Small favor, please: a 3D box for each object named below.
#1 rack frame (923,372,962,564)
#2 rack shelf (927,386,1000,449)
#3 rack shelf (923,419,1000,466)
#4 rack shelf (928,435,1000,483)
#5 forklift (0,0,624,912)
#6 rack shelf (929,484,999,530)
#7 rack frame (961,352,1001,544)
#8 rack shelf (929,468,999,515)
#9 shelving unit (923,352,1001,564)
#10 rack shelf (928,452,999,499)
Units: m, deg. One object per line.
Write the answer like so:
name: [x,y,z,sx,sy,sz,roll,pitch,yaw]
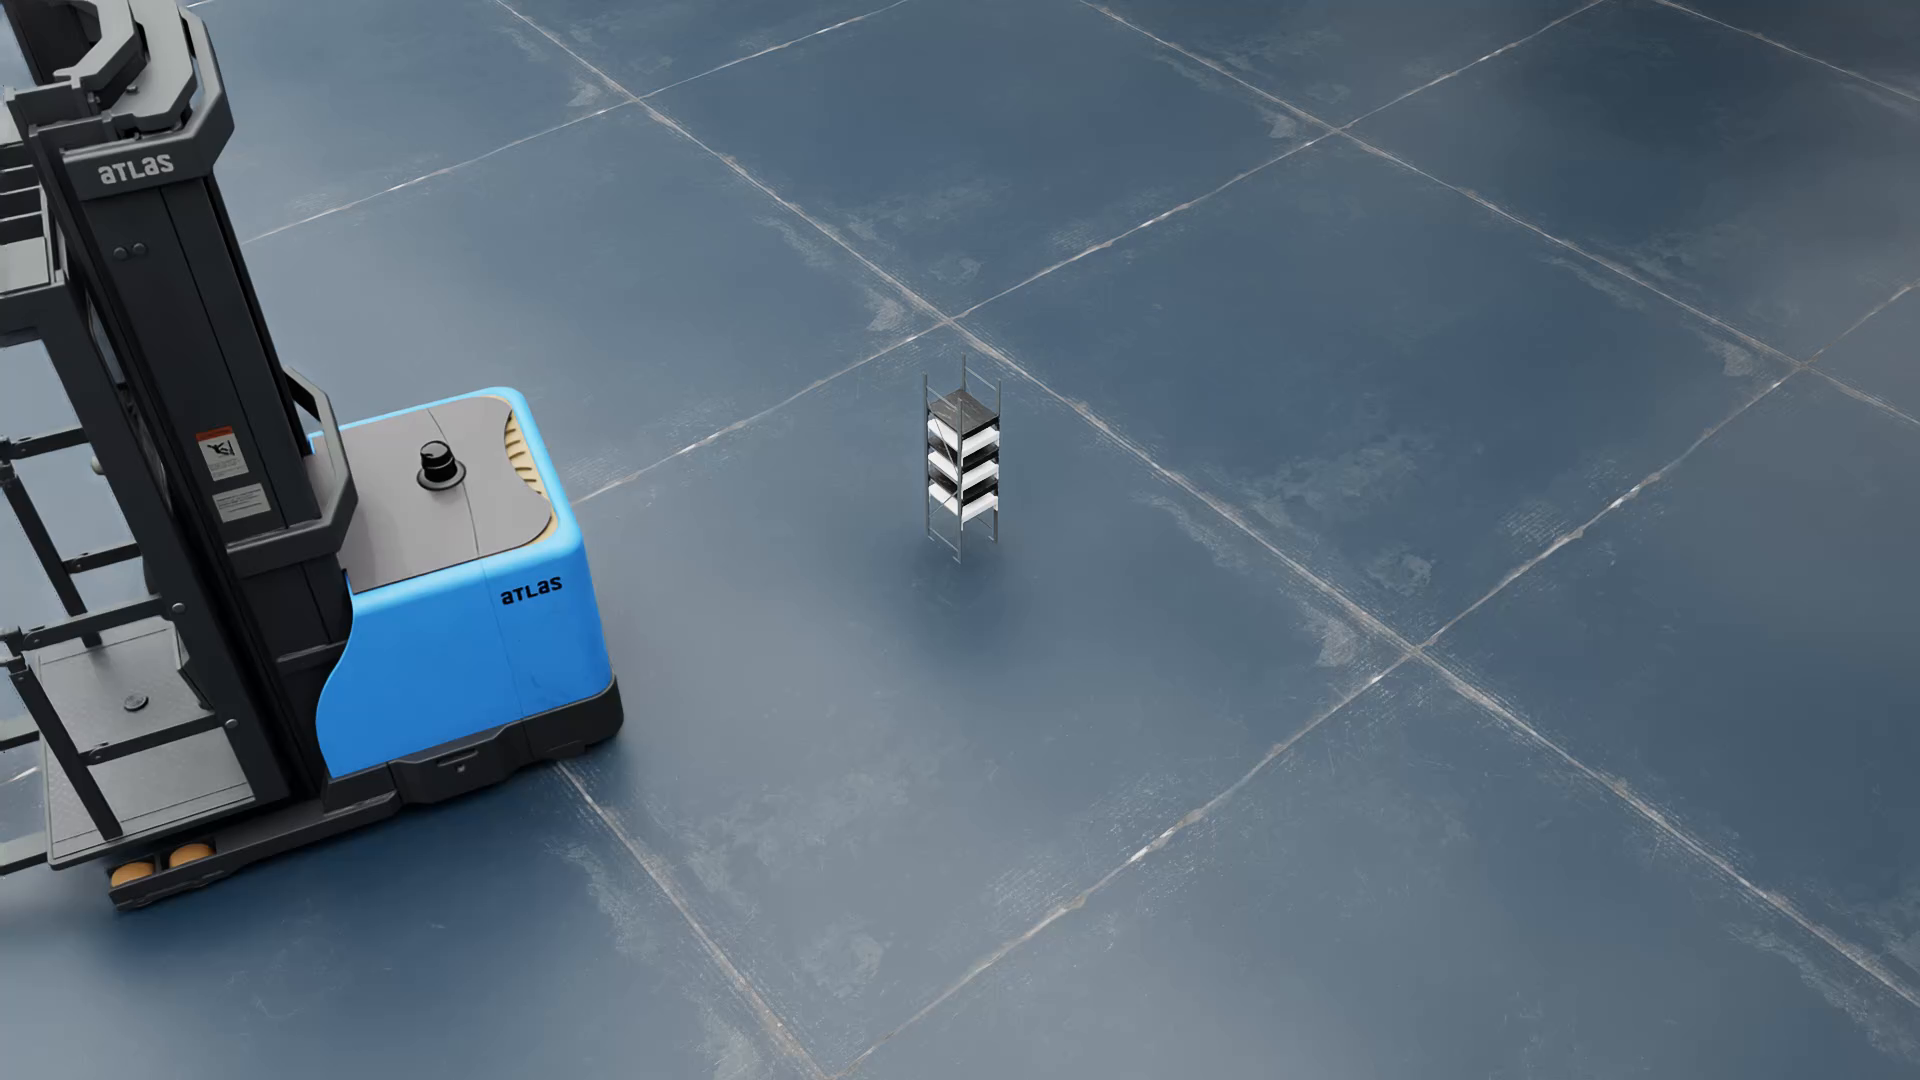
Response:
rack frame: [-0.072,-0.287,6.952,0.006,0.900,0.240,-30,51,-28]
rack shelf: [0.006,-0.504,6.837,0.200,0.077,0.258,-30,51,-28]
rack shelf: [0.006,-0.438,6.899,0.200,0.077,0.258,-30,51,-28]
rack shelf: [0.006,-0.373,6.961,0.200,0.077,0.258,-30,51,-28]
forklift: [-2.866,-0.179,5.353,3.031,2.935,1.130,-17,46,-18]
rack shelf: [0.006,-0.176,7.145,0.200,0.077,0.258,-30,51,-28]
rack frame: [0.084,-0.376,7.047,0.006,0.900,0.240,-30,51,-28]
rack shelf: [0.006,-0.242,7.084,0.200,0.077,0.258,-30,51,-28]
shelving unit: [0.006,-0.332,6.999,0.210,0.900,0.258,-30,51,-28]
rack shelf: [0.006,-0.307,7.022,0.200,0.077,0.258,-30,51,-28]
